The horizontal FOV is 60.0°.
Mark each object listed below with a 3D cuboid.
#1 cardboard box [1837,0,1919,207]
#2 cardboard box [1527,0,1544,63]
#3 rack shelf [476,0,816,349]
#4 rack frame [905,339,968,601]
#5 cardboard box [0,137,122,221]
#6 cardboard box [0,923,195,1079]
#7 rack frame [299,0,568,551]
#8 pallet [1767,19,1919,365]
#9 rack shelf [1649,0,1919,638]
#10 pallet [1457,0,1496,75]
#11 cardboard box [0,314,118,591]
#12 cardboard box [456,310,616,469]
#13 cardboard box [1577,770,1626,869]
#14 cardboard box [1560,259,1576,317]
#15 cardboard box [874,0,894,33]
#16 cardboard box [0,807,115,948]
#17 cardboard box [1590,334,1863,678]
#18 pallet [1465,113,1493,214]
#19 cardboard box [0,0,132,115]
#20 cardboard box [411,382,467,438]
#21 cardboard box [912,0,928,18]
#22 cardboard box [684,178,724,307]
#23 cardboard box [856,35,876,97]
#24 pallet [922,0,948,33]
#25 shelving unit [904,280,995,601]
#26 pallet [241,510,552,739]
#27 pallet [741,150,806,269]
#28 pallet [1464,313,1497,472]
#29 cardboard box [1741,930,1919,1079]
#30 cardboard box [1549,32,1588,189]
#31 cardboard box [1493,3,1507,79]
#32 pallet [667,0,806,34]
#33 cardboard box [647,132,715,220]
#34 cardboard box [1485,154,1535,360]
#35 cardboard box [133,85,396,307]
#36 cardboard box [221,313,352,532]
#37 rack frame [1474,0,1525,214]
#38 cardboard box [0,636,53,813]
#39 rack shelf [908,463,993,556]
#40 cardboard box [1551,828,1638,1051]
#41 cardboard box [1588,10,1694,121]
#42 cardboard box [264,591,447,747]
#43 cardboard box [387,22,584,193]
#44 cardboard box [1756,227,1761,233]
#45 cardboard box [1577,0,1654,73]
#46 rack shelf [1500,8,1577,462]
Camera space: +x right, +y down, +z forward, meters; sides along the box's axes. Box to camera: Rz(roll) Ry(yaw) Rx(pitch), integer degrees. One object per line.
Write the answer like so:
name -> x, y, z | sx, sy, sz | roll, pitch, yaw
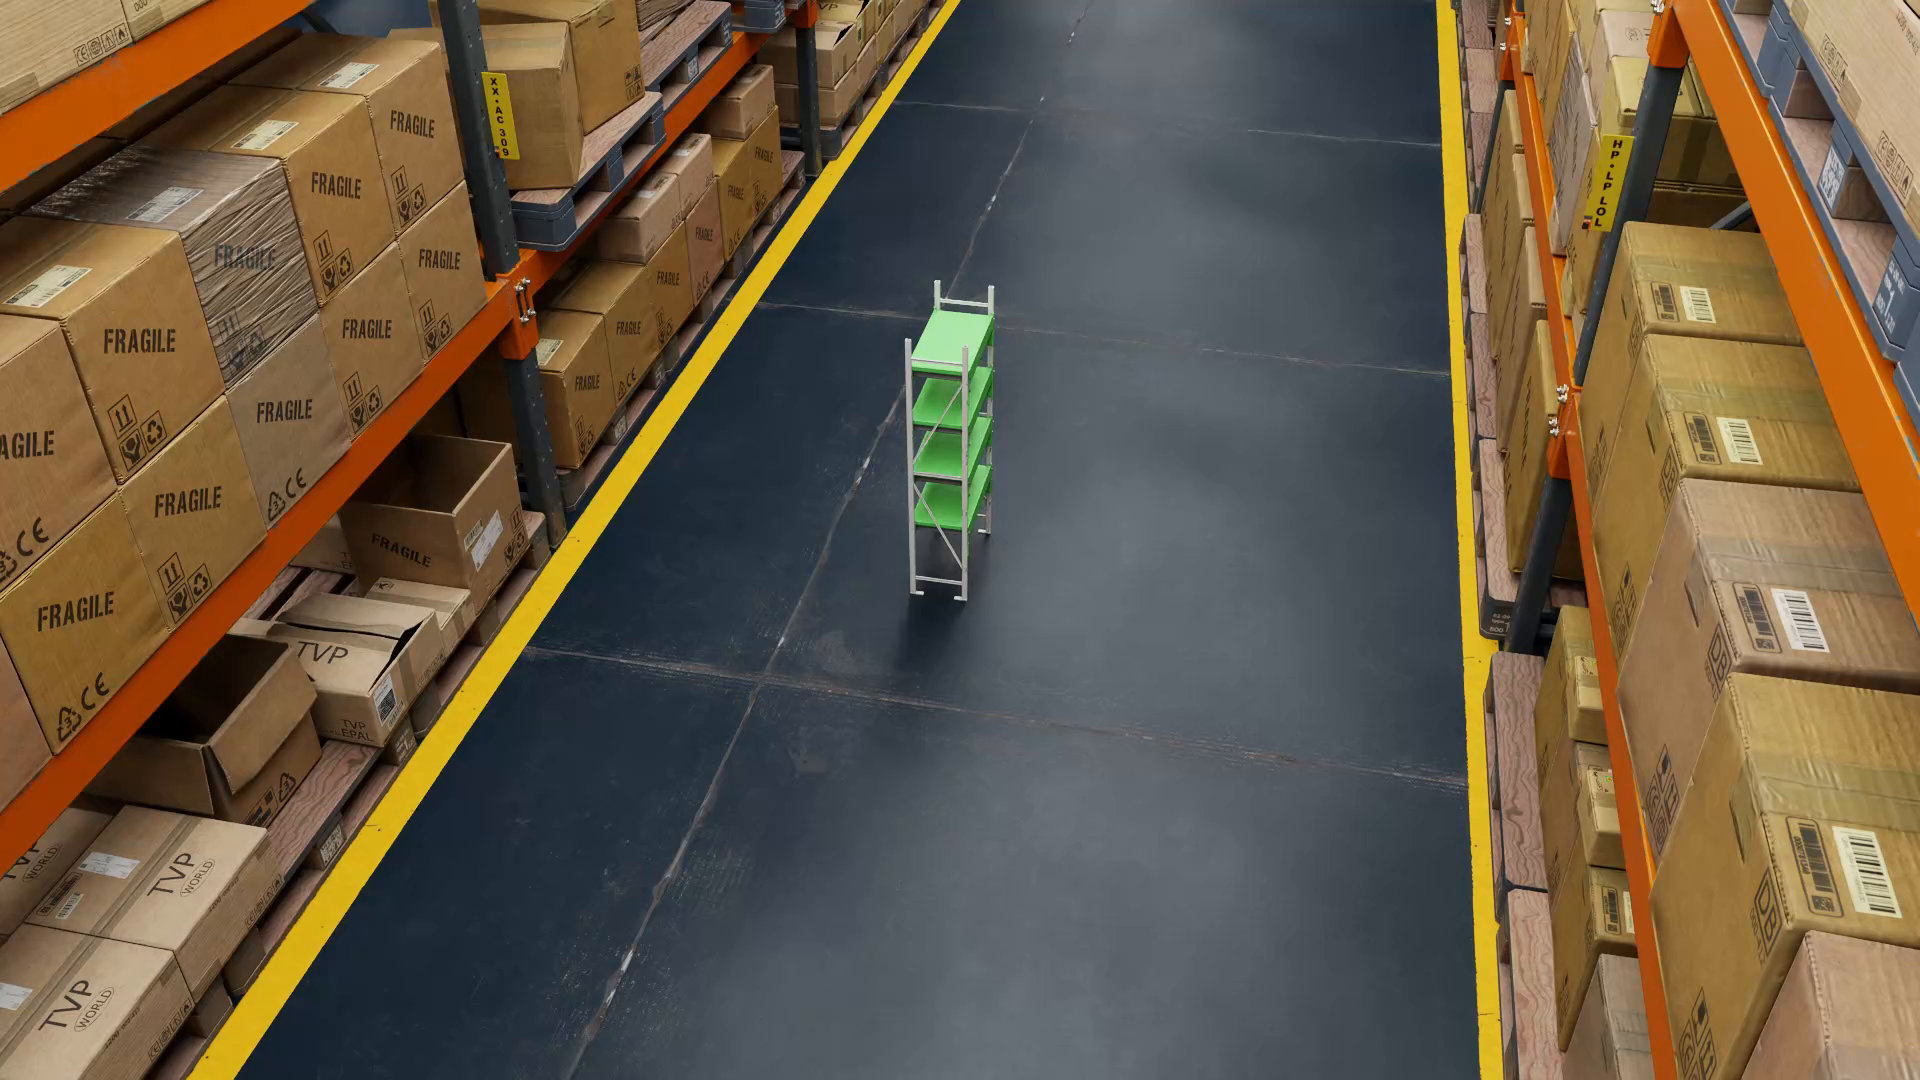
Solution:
cardboard box -> 1.880, -0.770, 2.884 | 0.500, 0.250, 0.500 | 6, 36, 9
cardboard box -> 3.001, -2.564, 7.877 | 0.500, 0.500, 0.500 | 8, 37, 12
rack shelf -> -1.792, -2.122, 8.235 | 1.077, 0.370, 4.000 | 7, 37, 10
rack frame -> -0.087, -0.251, 6.574 | 0.240, 1.200, 0.015 | 7, 37, 10
cardboard box -> -2.815, -0.886, 4.980 | 0.500, 0.500, 0.500 | 6, 36, 9
cardboard box -> -2.573, 1.399, 4.732 | 0.500, 0.250, 0.500 | 7, 37, 10
rack frame -> -2.219, -1.267, 6.441 | 1.000, 3.000, 0.127 | 7, 37, 10
pallet -> 2.173, -0.661, 3.126 | 1.003, 0.211, 1.213 | 7, 37, 10
rack shelf -> 2.194, -0.424, 3.336 | 1.077, 0.370, 4.000 | 7, 37, 10
pallet -> 4.165, -3.659, 12.118 | 1.003, 0.211, 1.213 | 7, 37, 10
cardboard box -> -2.505, -0.227, 4.070 | 0.500, 0.500, 0.500 | 8, 37, 11
cardboard box -> -1.878, -0.679, 7.386 | 0.500, 0.500, 0.500 | 6, 36, 8
cardboard box -> 1.998, 0.820, 4.782 | 0.380, 0.149, 0.250 | 6, 36, 9
cardboard box -> 2.448, -0.931, 6.176 | 0.380, 0.149, 0.250 | 8, 37, 11
cardboard box -> -0.751, -3.701, 11.308 | 0.500, 0.311, 0.500 | 6, 36, 9
cardboard box -> -2.966, 1.078, 5.174 | 0.500, 0.250, 0.500 | 7, 37, 10
cardboard box -> 2.328, -0.042, 4.497 | 0.980, 0.700, 0.700 | 6, 36, 9
pallet -> 3.644, -2.260, 10.188 | 1.003, 0.211, 1.213 | 7, 37, 10
cardboard box -> -2.390, -1.249, 3.989 | 0.500, 0.250, 0.500 | 7, 37, 10
cardboard box -> -2.394, -0.751, 7.486 | 0.500, 0.500, 0.500 | 7, 37, 10
cardboard box -> -0.534, -4.052, 12.270 | 0.500, 0.250, 0.500 | 8, 37, 11
cardboard box -> -1.552, -1.562, 8.604 | 0.500, 0.500, 0.500 | 6, 36, 8
cardboard box -> -0.859, -3.168, 11.050 | 0.500, 0.250, 0.500 | 6, 36, 9
pallet -> -0.630, -4.297, 12.998 | 1.003, 0.211, 1.213 | 7, 37, 10
shelving unit -> -0.035, -0.391, 6.767 | 0.258, 1.200, 0.503 | 7, 37, 10
pallet -> -2.367, 0.256, 6.717 | 1.003, 0.211, 1.213 | 7, 37, 10
pallet -> -1.561, -2.007, 9.840 | 1.003, 0.211, 1.213 | 7, 37, 10
pallet -> 2.971, -0.672, 7.997 | 1.003, 0.211, 1.213 | 7, 37, 10
cardboard box -> 1.866, 1.230, 2.741 | 0.980, 0.700, 0.700 | 9, 37, 12
cardboard box -> 2.688, -1.694, 6.675 | 0.500, 0.500, 0.500 | 7, 37, 10
cardboard box -> 3.979, -3.386, 11.121 | 0.700, 0.500, 0.500 | 8, 37, 10
pallet -> -1.441, -3.085, 9.113 | 1.213, 0.211, 1.003 | 7, 37, 10
cardboard box -> -1.558, -1.844, 8.354 | 0.500, 0.250, 0.500 | 7, 36, 9
cardboard box -> 2.997, -1.334, 8.009 | 0.750, 0.750, 0.750 | 7, 37, 10
cardboard box -> -2.181, -1.095, 5.268 | 0.500, 0.500, 0.500 | 7, 36, 9
cardboard box -> -2.291, -0.398, 5.158 | 0.500, 0.500, 0.500 | 8, 37, 11
rack frame -> 3.475, -2.941, 8.752 | 1.000, 3.000, 0.127 | 7, 37, 10
cardboard box -> -2.616, 0.468, 3.962 | 0.500, 0.500, 0.500 | 7, 37, 10
rack shelf -> -0.035, -0.145, 6.945 | 0.258, 0.148, 0.480 | 7, 37, 10
cardboard box -> 2.139, 1.192, 4.822 | 0.700, 0.500, 0.500 | 8, 37, 11
cardboard box -> 2.590, -1.712, 6.062 | 0.500, 0.250, 0.500 | 8, 37, 11
cardboard box -> -2.224, 0.436, 6.008 | 0.500, 0.311, 0.500 | 7, 37, 10
cardboard box -> -1.899, -1.721, 6.625 | 0.700, 0.500, 0.500 | -4, 36, -6
cardboard box -> 2.966, -1.049, 5.785 | 0.500, 0.500, 0.500 | 6, 36, 8
cardboard box -> 2.698, -2.005, 6.465 | 0.500, 0.250, 0.500 | 8, 37, 11
rack shelf -> 3.048, -1.503, 7.381 | 1.077, 0.370, 4.000 | 7, 37, 10
